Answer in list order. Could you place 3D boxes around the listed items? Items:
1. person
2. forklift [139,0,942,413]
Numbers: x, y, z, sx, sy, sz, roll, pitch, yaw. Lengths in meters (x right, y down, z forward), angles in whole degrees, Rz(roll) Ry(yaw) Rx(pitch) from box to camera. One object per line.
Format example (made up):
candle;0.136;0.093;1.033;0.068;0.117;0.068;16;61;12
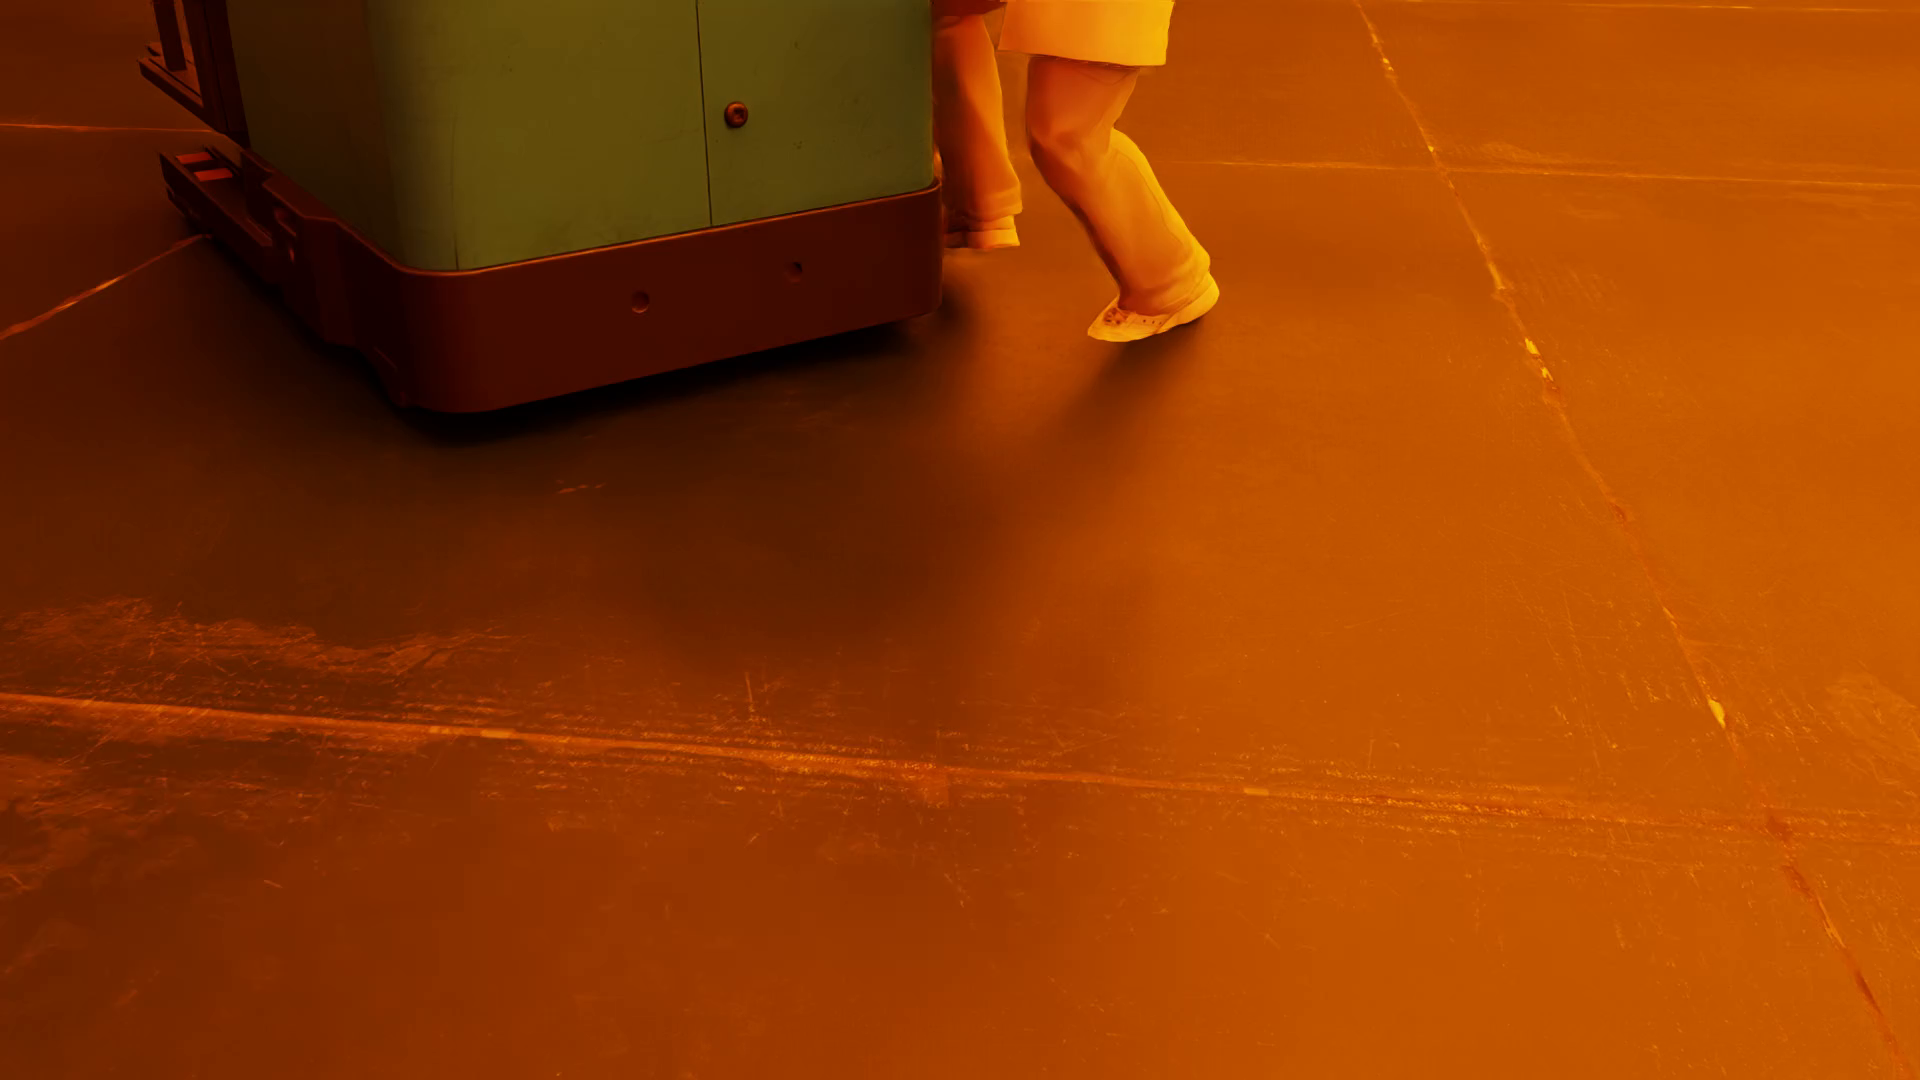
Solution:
person;0.238;-1.088;2.937;0.624;1.694;1.229;-3;27;-6
forklift;-1.286;-2.126;3.479;1.130;2.935;3.031;-17;31;-31
